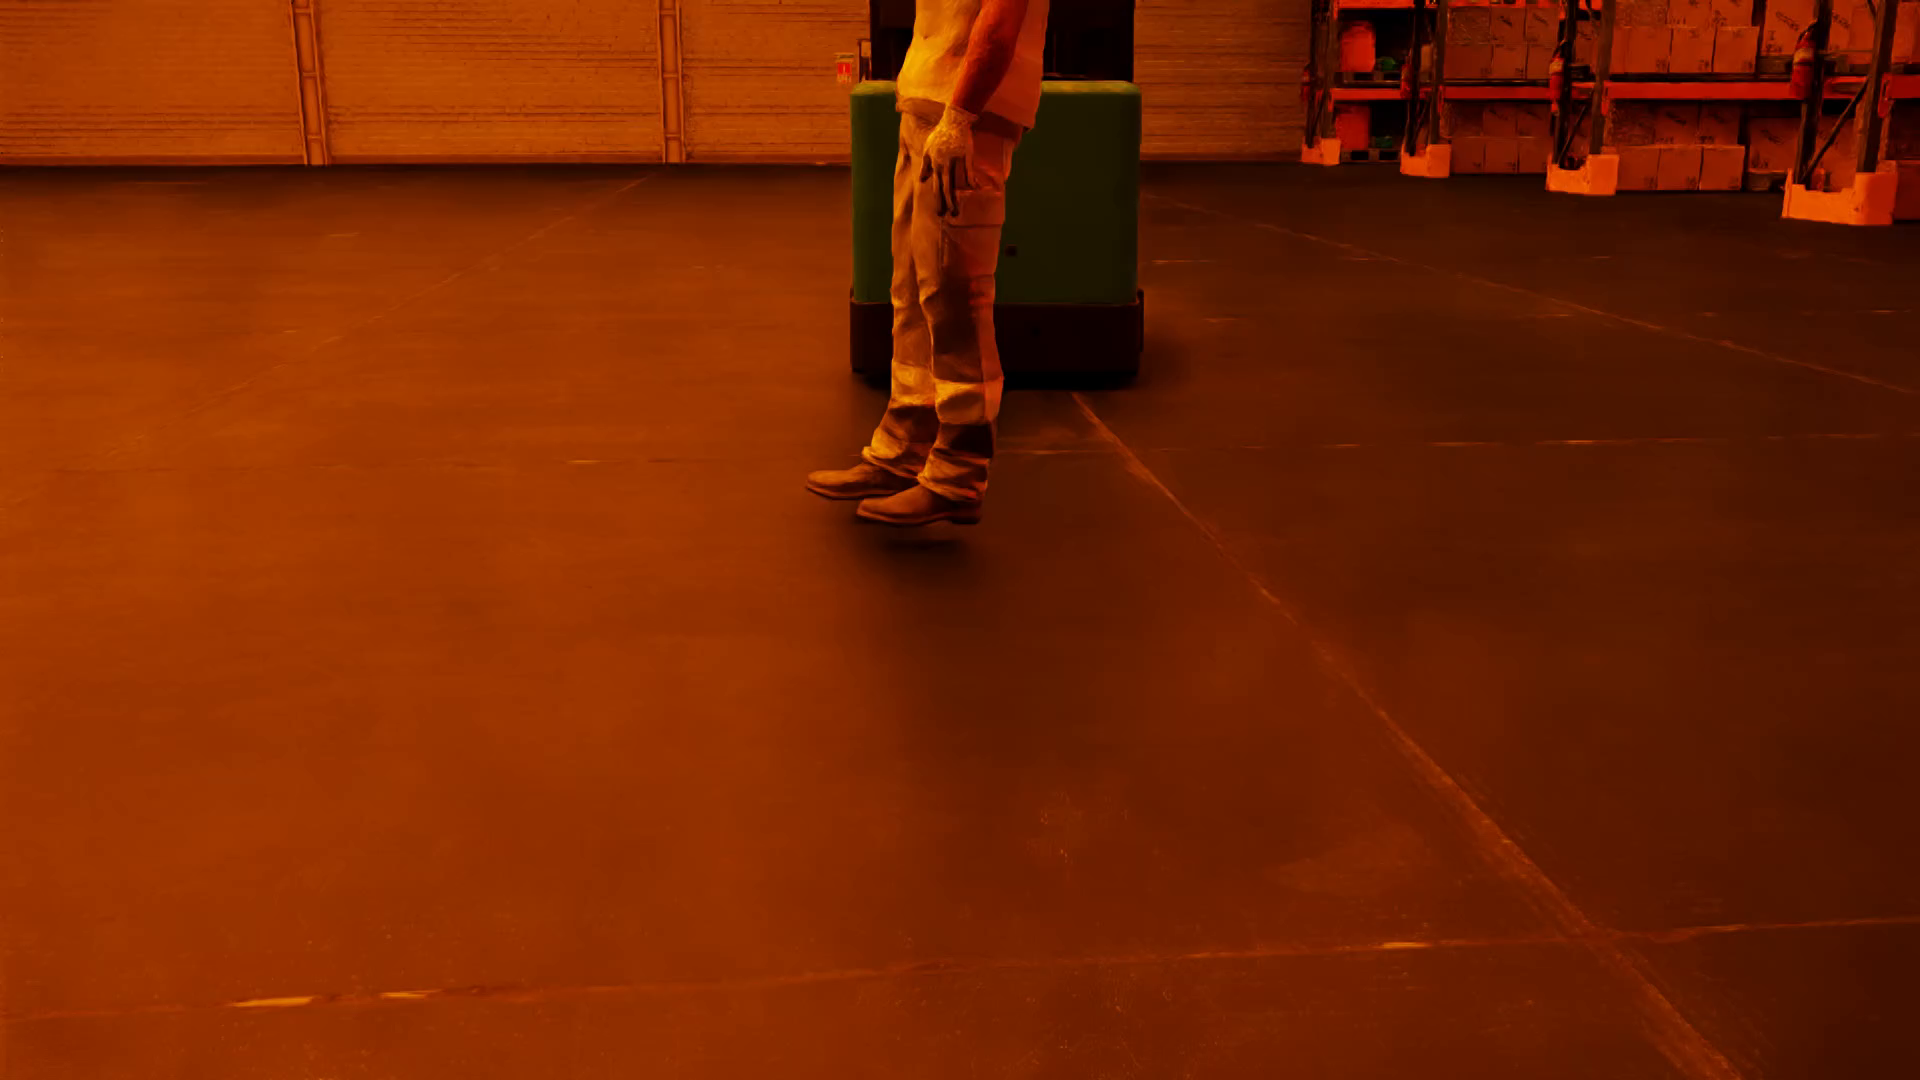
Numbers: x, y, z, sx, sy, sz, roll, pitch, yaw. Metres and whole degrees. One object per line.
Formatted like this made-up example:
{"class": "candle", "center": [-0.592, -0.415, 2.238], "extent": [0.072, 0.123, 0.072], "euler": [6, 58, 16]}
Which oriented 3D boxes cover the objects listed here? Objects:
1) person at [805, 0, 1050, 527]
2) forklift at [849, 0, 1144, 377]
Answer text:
{"class": "person", "center": [-0.081, -0.911, 3.699], "extent": [0.563, 1.787, 0.637], "euler": [-1, 15, -5]}
{"class": "forklift", "center": [0.184, -2.340, 7.072], "extent": [1.130, 2.935, 3.031], "euler": [1, 15, 2]}
